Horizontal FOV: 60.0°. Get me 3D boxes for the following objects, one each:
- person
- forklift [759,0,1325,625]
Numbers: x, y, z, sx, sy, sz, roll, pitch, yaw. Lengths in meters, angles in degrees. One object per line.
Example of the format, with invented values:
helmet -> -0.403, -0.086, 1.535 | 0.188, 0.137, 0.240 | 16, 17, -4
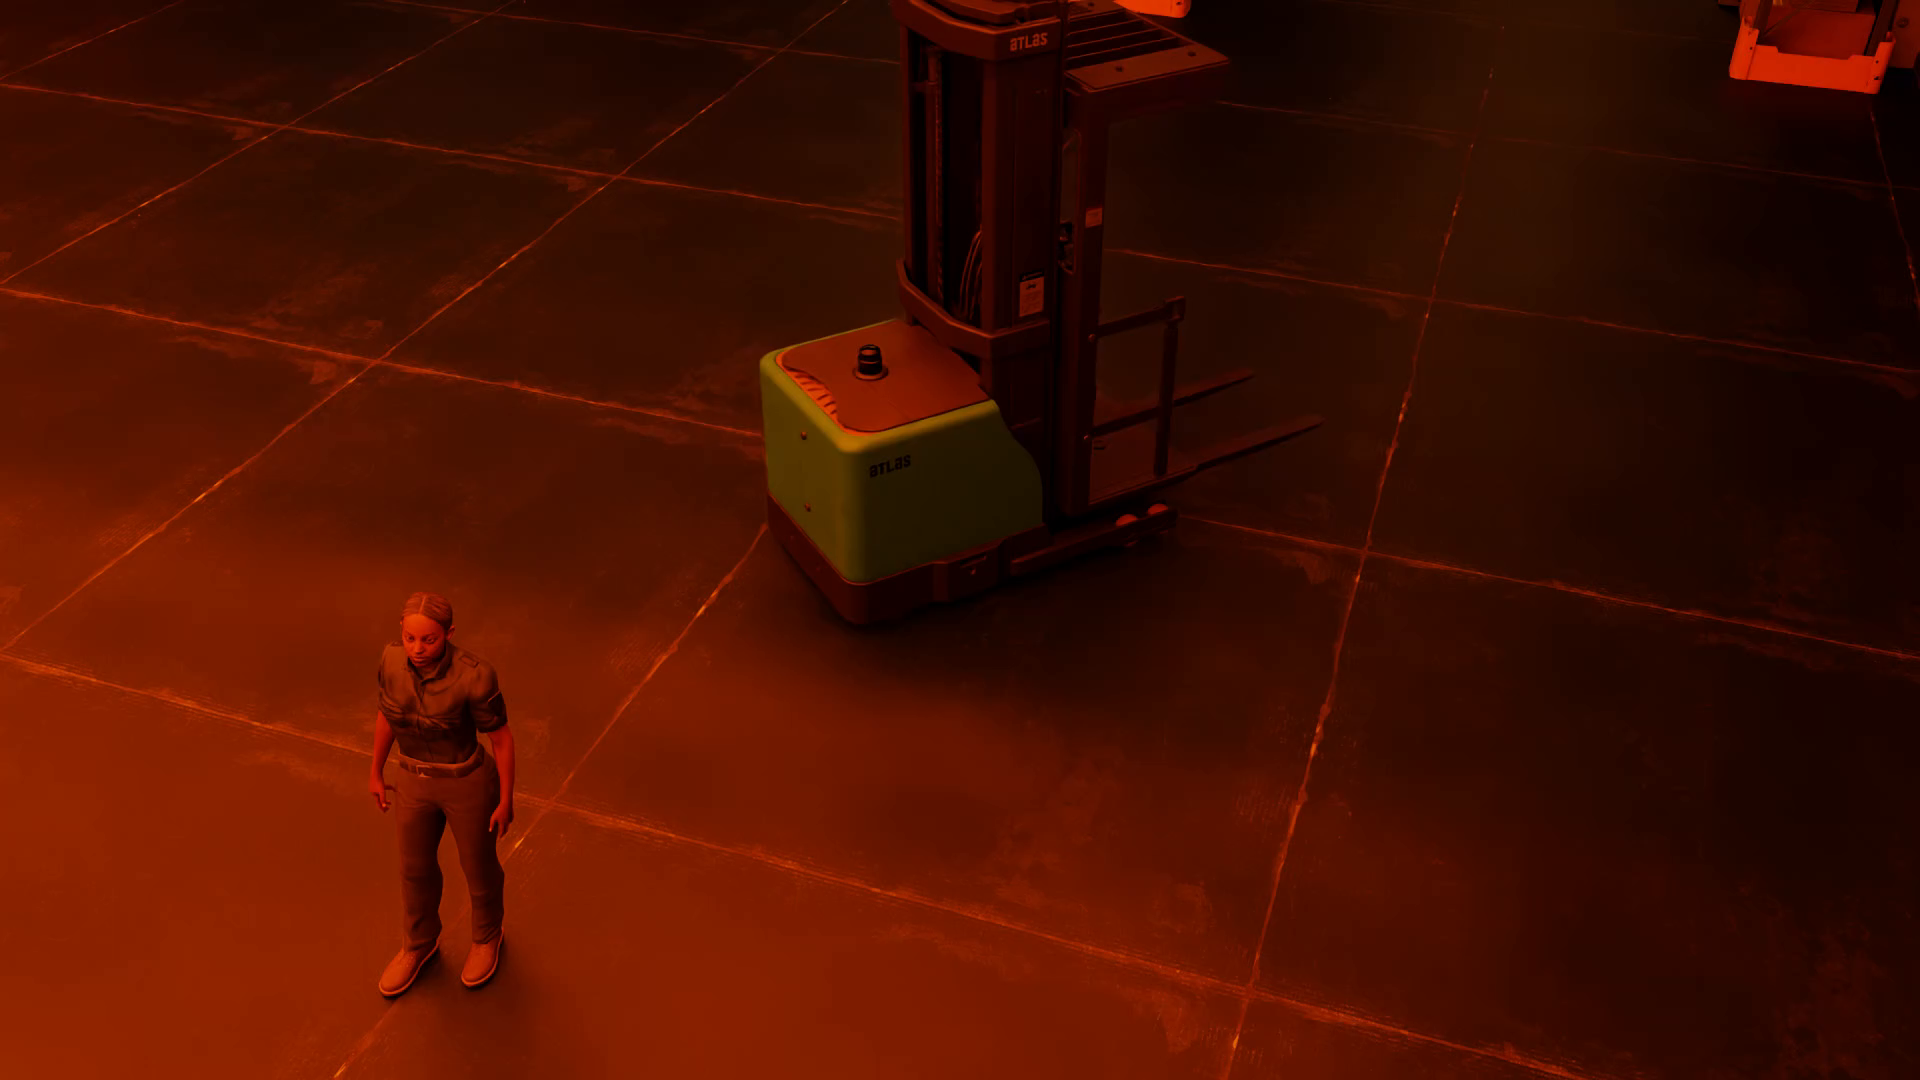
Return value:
person -> -1.865, 0.925, 5.896 | 0.569, 1.655, 0.504 | 7, 36, 10
forklift -> 0.544, -1.408, 8.097 | 3.031, 2.935, 1.130 | -18, 39, -24
